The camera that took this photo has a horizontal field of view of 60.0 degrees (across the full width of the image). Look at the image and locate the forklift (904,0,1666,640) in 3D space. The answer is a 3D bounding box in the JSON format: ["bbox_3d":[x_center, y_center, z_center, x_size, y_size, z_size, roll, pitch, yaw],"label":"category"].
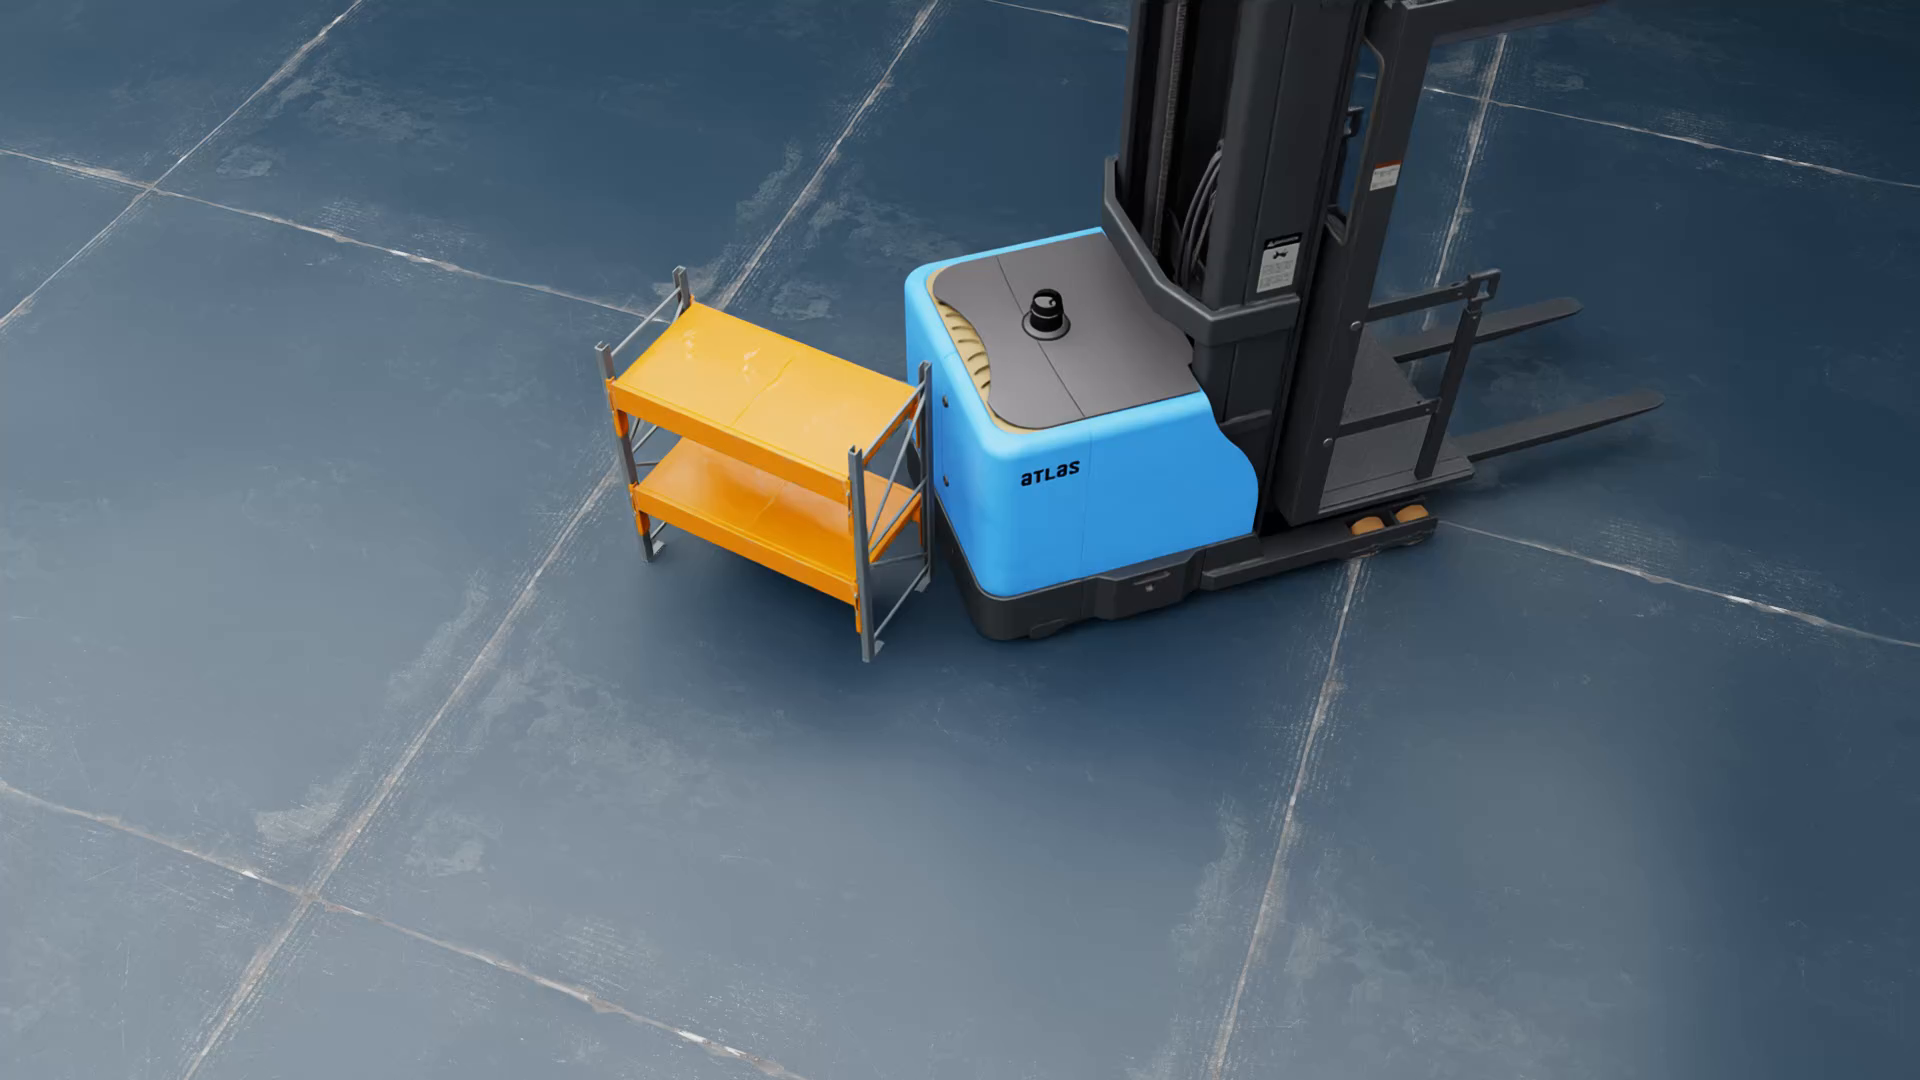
[{"bbox_3d":[1.358,-1.259,5.768,3.031,2.935,1.130,-14,51,-12],"label":"forklift"}]

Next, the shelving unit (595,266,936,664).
[{"bbox_3d":[-0.674,-0.262,6.099,1.048,1.125,0.538,23,53,19],"label":"shelving unit"}]

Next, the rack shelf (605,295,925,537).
[{"bbox_3d":[-0.674,-0.454,5.878,1.000,0.278,0.538,23,53,19],"label":"rack shelf"}]

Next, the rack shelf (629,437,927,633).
[{"bbox_3d":[-0.674,-0.102,6.284,1.000,0.278,0.538,23,53,19],"label":"rack shelf"}]

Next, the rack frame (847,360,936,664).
[{"bbox_3d":[-0.230,-0.075,5.938,0.032,1.125,0.500,23,53,19],"label":"rack frame"}]

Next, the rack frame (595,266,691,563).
[{"bbox_3d":[-1.119,-0.449,6.261,0.032,1.125,0.500,23,53,19],"label":"rack frame"}]
